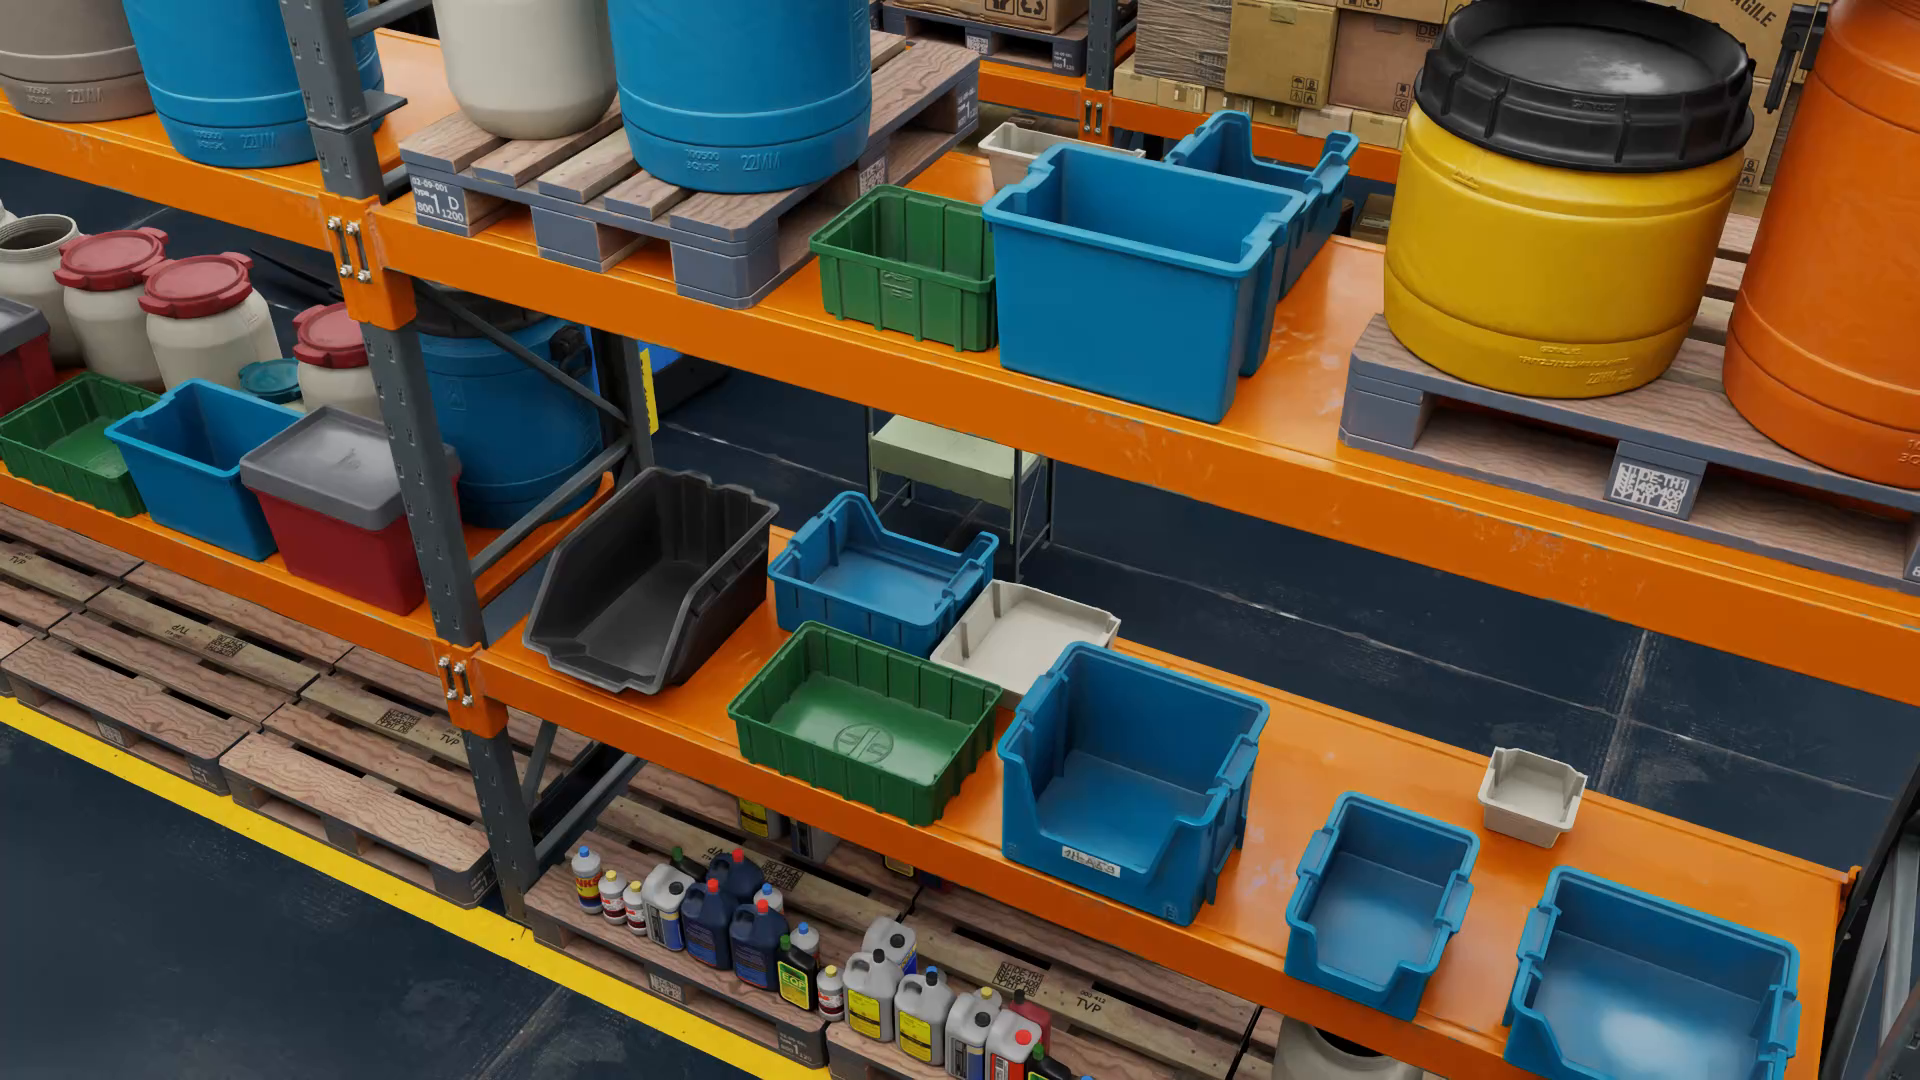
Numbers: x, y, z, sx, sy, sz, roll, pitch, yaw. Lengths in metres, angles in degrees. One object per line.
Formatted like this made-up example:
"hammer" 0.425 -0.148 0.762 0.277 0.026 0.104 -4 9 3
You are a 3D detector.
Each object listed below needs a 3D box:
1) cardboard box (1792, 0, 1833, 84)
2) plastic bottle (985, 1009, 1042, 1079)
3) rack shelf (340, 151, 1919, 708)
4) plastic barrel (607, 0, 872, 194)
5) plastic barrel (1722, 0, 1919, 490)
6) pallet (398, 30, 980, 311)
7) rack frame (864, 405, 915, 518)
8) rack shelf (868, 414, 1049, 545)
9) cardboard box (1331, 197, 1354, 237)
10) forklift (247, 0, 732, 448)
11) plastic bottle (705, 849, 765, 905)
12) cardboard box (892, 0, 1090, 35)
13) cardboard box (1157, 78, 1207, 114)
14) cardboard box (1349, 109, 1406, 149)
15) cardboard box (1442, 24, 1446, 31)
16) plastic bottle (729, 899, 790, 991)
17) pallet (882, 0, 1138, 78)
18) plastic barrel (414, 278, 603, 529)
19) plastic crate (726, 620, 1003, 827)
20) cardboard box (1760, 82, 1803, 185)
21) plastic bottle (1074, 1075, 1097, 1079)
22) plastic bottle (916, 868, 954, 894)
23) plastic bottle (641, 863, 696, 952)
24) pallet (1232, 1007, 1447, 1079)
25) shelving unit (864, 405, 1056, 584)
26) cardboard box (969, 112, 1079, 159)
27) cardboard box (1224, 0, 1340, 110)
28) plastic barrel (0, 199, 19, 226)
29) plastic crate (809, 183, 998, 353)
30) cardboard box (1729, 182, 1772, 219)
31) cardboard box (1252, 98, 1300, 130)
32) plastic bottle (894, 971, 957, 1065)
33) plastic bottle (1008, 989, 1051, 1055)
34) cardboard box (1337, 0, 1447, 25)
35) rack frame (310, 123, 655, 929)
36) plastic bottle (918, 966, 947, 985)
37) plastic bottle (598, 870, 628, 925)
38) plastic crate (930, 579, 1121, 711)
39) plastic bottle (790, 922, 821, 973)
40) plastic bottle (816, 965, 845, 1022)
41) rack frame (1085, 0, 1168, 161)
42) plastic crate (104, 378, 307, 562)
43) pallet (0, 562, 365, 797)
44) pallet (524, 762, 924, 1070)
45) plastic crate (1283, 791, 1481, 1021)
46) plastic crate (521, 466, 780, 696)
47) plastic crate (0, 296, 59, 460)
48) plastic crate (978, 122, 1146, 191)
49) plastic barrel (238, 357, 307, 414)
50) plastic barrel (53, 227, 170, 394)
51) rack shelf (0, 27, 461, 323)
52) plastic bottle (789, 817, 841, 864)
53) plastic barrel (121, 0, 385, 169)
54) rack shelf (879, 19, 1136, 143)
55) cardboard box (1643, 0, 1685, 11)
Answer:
"cardboard box" 3.885 -2.215 7.031 0.500 0.500 0.500 17 41 21
"plastic bottle" 0.166 1.571 5.089 0.135 0.276 0.152 18 41 22
"rack shelf" 0.433 -0.443 3.967 4.000 0.370 1.077 17 41 21
"plastic barrel" -0.508 -1.319 3.763 0.708 0.901 0.600 17 41 21
"plastic barrel" 1.719 -0.579 2.848 0.708 0.830 0.600 17 41 21
"pallet" -0.657 -1.062 4.344 1.003 0.211 1.213 17 41 21
"rack frame" -0.319 -0.697 7.428 0.023 1.500 0.400 17 41 21
"rack shelf" 0.006 -0.336 7.491 0.720 0.370 0.431 17 41 21
"cardboard box" 1.784 -1.634 9.142 0.500 0.500 0.500 -30 47 -34
"forklift" -2.700 -2.327 8.391 3.031 2.935 1.130 23 43 27
"plastic bottle" -0.750 1.159 5.570 0.185 0.351 0.144 17 41 21
"cardboard box" 0.294 -3.453 8.974 1.000 1.000 1.000 18 41 22
"cardboard box" 1.204 -2.352 8.576 0.250 0.149 0.380 17 41 21
"cardboard box" 2.109 -2.095 8.236 0.250 0.149 0.380 17 41 21
"cardboard box" 2.649 -2.346 8.031 0.500 0.500 0.875 17 41 21
"plastic bottle" -0.649 1.289 5.399 0.185 0.351 0.144 16 40 20
"pallet" 0.323 -2.964 9.333 1.213 0.211 1.003 17 41 21
"plastic barrel" -1.546 -0.561 5.593 0.708 0.901 0.600 17 41 21
"plastic crate" -0.267 0.522 4.756 0.662 0.188 0.450 17 41 21
"cardboard box" 4.011 -1.964 7.528 0.500 0.500 0.875 17 41 21
"plastic bottle" 0.377 1.685 5.000 0.097 0.201 0.097 0 37 0
"plastic bottle" -0.087 1.088 5.719 0.133 0.283 0.061 17 41 21
"plastic bottle" -0.962 1.218 5.554 0.135 0.276 0.152 19 41 23
"pallet" 1.401 1.907 5.063 1.213 0.211 1.003 17 41 21
"shelving unit" 0.006 -0.596 7.294 0.755 1.500 0.431 17 41 21
"cardboard box" 0.400 -2.112 9.755 0.500 0.500 0.700 14 39 18
"cardboard box" 1.734 -2.592 8.355 0.500 0.500 0.875 17 41 21
"plastic barrel" -3.883 -1.076 6.595 0.421 0.512 0.421 0 37 0
"plastic crate" -0.067 -0.617 3.776 0.450 0.188 0.336 17 41 21
"cardboard box" 3.672 -1.618 7.609 0.250 0.149 0.380 17 41 21
"cardboard box" 1.665 -2.233 8.419 0.250 0.149 0.380 17 41 21
"plastic bottle" -0.106 1.458 5.175 0.185 0.351 0.144 19 41 23
"plastic bottle" 0.214 1.510 5.162 0.133 0.283 0.061 17 41 21
"cardboard box" 2.106 -2.768 7.759 0.500 0.500 0.500 17 41 21
"rack frame" -1.343 -0.091 5.389 0.127 3.000 1.000 17 41 21
"plastic bottle" -0.090 1.441 5.321 0.097 0.201 0.097 0 37 0
"plastic bottle" -1.171 1.200 5.638 0.097 0.201 0.097 0 37 0
"plastic crate" 0.216 0.329 5.053 0.437 0.136 0.530 17 41 21
"plastic bottle" -0.501 1.341 5.395 0.097 0.271 0.097 0 37 0
"plastic bottle" -0.408 1.439 5.324 0.097 0.201 0.097 0 37 0
"rack frame" 0.935 -2.750 8.892 0.127 3.000 1.000 17 41 21
"plastic crate" -2.465 -0.224 5.578 0.575 0.384 0.392 17 41 21
"pallet" -3.145 0.484 6.938 1.213 0.211 1.003 17 41 21
"pallet" -0.765 1.229 5.957 1.213 0.211 1.003 17 41 21
"plastic crate" 1.053 0.918 4.182 0.408 0.251 0.499 17 41 21
"plastic crate" -0.936 0.147 5.126 0.504 0.338 0.767 17 41 21
"plastic crate" -3.600 -0.615 6.027 0.583 0.464 0.402 17 41 21
"plastic crate" 0.269 -0.952 4.260 0.396 0.136 0.243 17 41 21
"plastic barrel" -2.447 -0.486 6.024 0.301 0.262 0.301 0 37 0
"plastic barrel" -3.127 -0.853 6.281 0.433 0.535 0.433 0 37 0
"rack shelf" -3.119 -1.555 5.432 4.000 0.370 1.077 17 41 21
"plastic bottle" -0.514 0.983 5.863 0.135 0.276 0.152 17 41 21
"plastic barrel" -1.894 -1.510 4.363 0.708 0.901 0.600 17 41 21
"rack shelf" -0.841 -3.020 9.842 4.000 0.370 1.077 17 41 21
"cardboard box" 2.996 -2.491 7.395 0.500 0.500 0.500 17 41 21
